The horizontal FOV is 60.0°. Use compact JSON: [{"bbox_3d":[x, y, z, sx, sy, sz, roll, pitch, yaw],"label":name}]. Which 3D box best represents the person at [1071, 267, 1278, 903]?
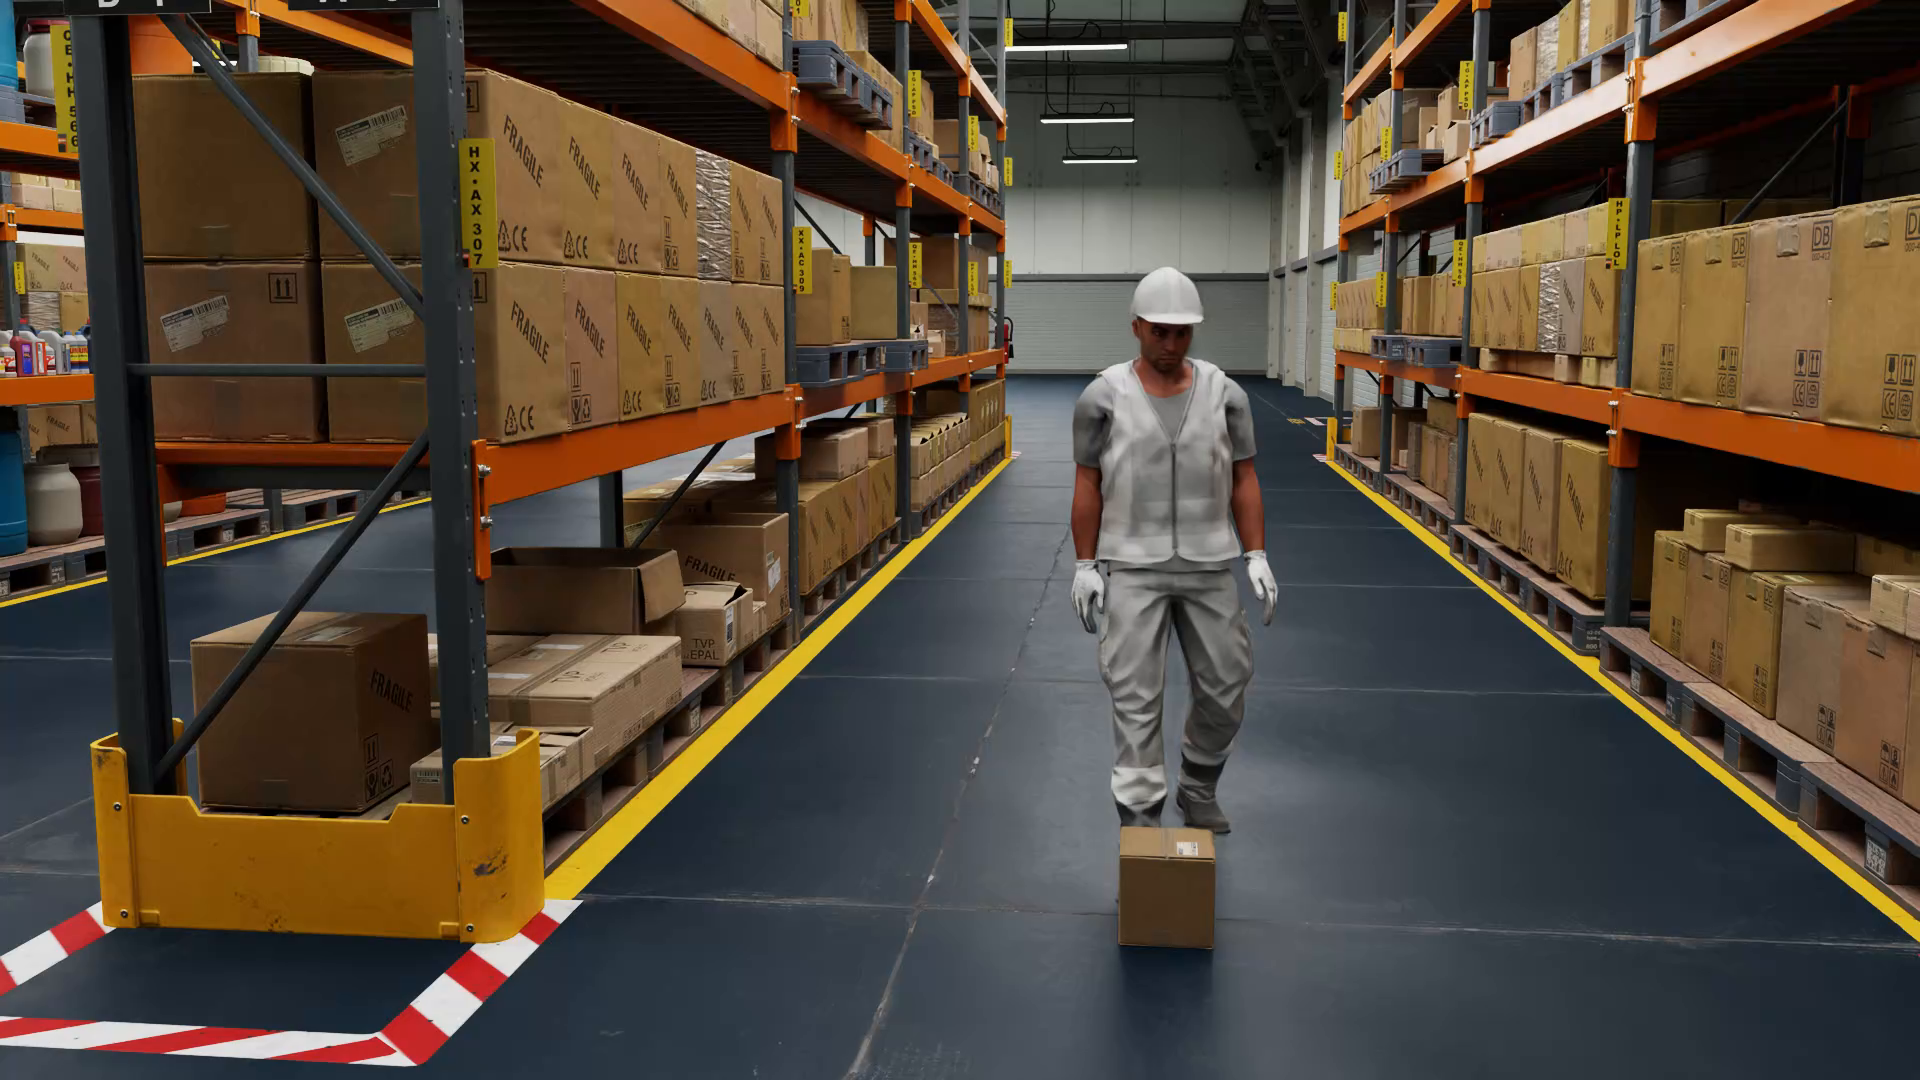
[{"bbox_3d":[0.626,0.109,4.800,0.587,1.774,0.764,0,7,-3],"label":"person"}]
